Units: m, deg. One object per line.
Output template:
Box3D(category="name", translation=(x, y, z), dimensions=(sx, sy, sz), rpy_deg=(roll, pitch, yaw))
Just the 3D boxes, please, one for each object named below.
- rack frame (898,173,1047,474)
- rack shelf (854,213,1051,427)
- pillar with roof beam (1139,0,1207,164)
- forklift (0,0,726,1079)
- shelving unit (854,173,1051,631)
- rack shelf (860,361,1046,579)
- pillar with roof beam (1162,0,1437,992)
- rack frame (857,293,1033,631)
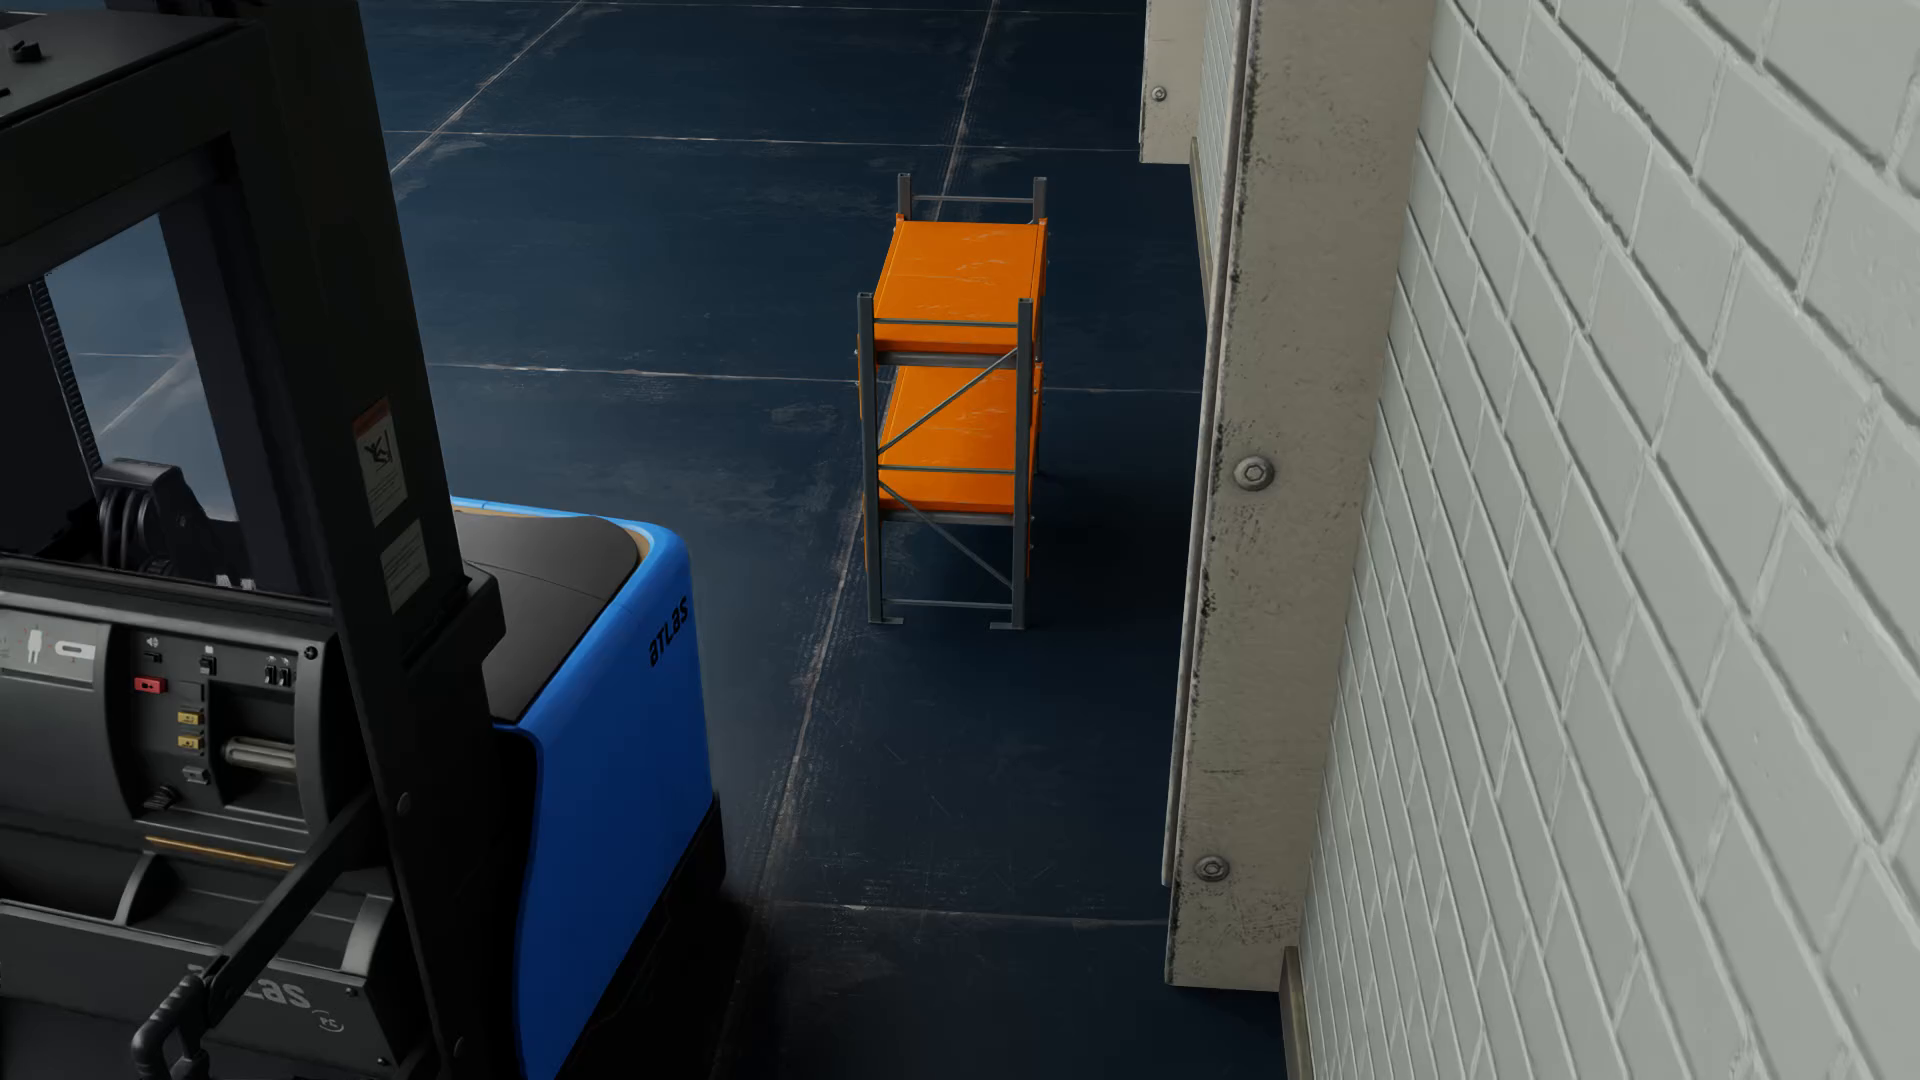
Box3D(category="rack frame", translation=(0.041, -0.741, 5.880), dimensions=(0.500, 1.125, 0.032), rpy_deg=(2, 32, 4))
Box3D(category="rack shelf", translation=(-0.001, -0.725, 5.296), dimensions=(0.538, 0.278, 1.000), rpy_deg=(2, 32, 4))
Box3D(category="pillar with roof beam", translation=(-3.137, -6.177, 7.197), dimensions=(9.100, 9.000, 0.400), rpy_deg=(2, 32, 4))
Box3D(category="forklift", translation=(-1.452, 0.323, 2.433), dimensions=(1.130, 2.935, 3.031), rpy_deg=(8, 32, 12))
Box3D(category="shelving unit", translation=(-0.001, -0.475, 5.449), dimensions=(0.538, 1.125, 1.048), rpy_deg=(2, 32, 4))
Box3D(category="rack shelf", translation=(-0.001, -0.267, 5.577), dimensions=(0.538, 0.278, 1.000), rpy_deg=(2, 32, 4))
Box3D(category="pillar with roof beam", translation=(-3.626, -3.040, 2.106), dimensions=(9.100, 9.000, 0.400), rpy_deg=(2, 32, 4))
Box3D(category="rack frame", translation=(-0.042, -0.210, 5.018), dimensions=(0.500, 1.125, 0.032), rpy_deg=(2, 32, 4))
